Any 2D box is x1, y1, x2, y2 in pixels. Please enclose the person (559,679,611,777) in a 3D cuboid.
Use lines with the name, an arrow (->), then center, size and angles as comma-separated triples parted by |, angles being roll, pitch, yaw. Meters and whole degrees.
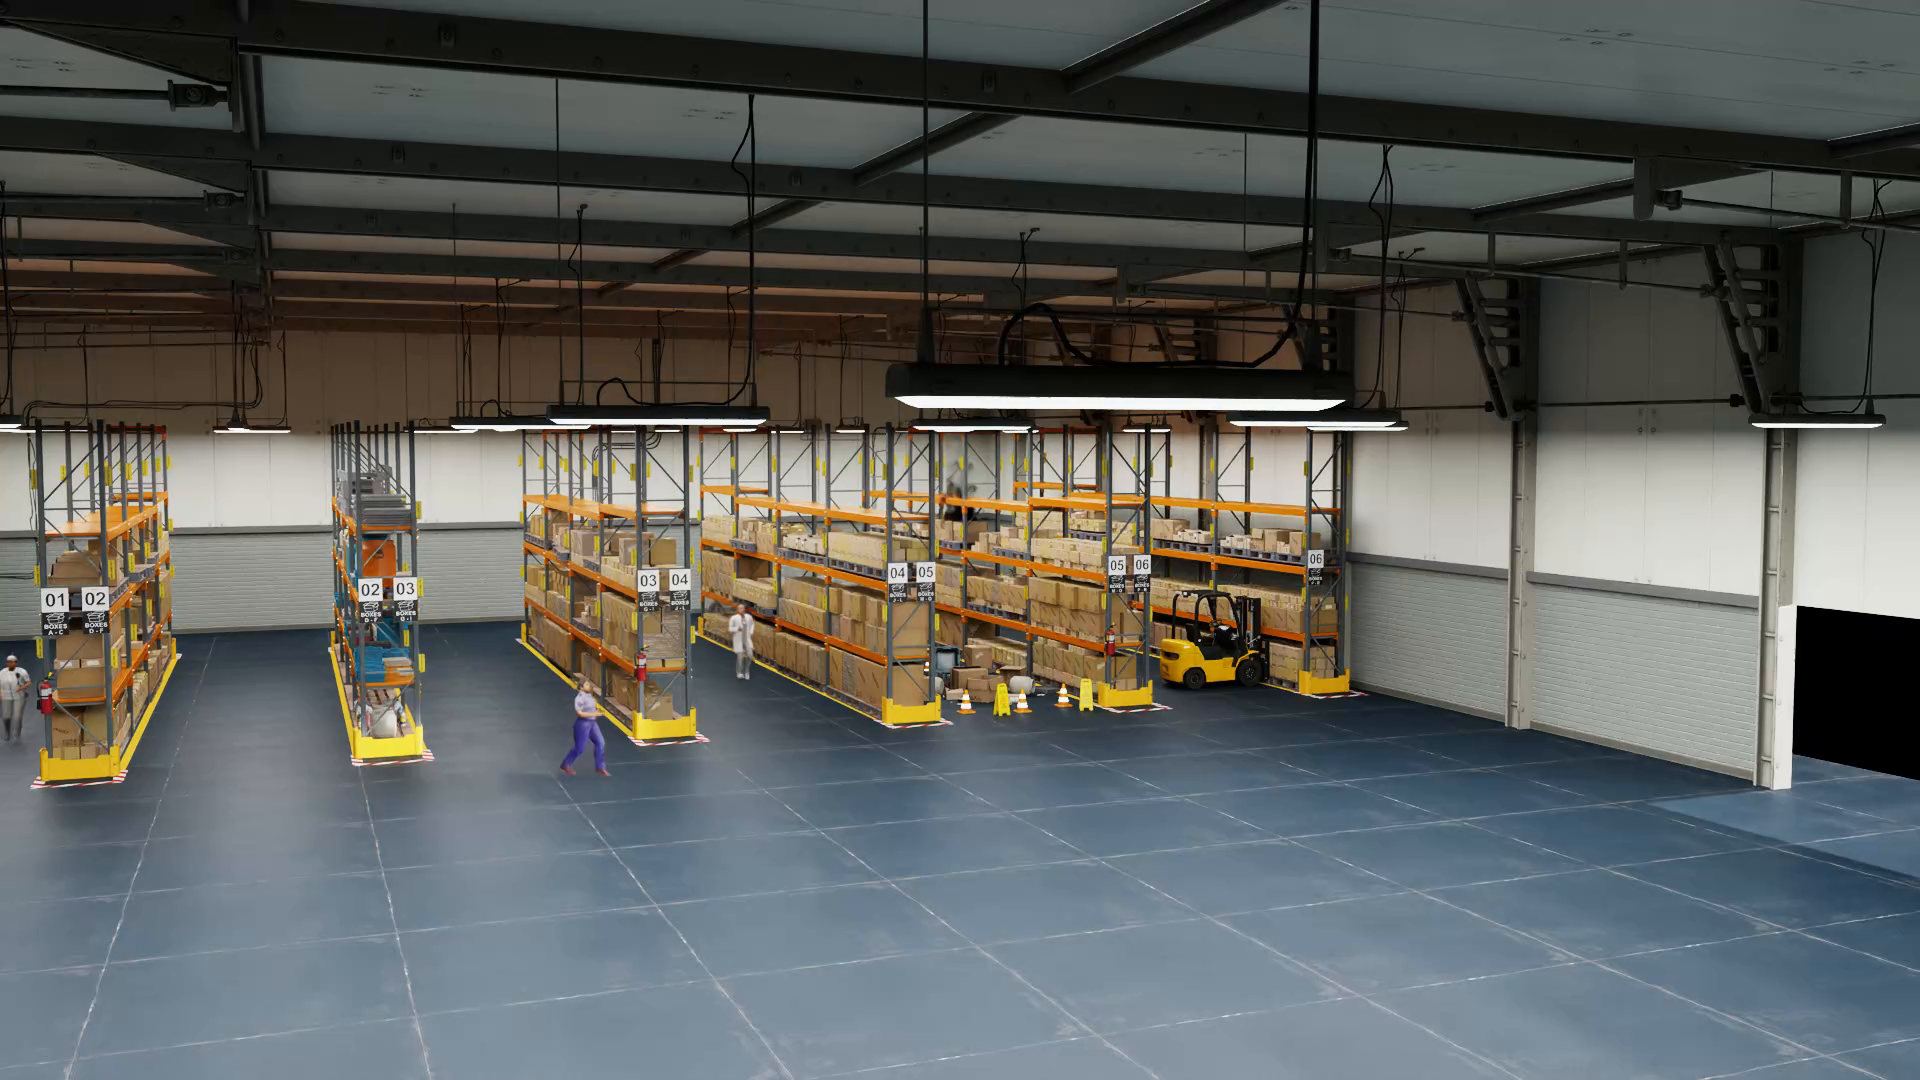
person -> -6.312, 3.167, 27.937 | 0.844, 1.691, 0.607 | 1, 4, 11

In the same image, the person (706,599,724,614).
person -> -7.166, 1.784, 49.438 | 0.667, 1.811, 0.684 | -3, 4, -37

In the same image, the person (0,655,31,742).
person -> -17.642, 2.966, 30.996 | 0.588, 1.634, 0.574 | -1, 4, -21

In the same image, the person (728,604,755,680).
person -> -5.084, 2.410, 39.015 | 0.687, 1.805, 0.734 | -2, 4, -23
